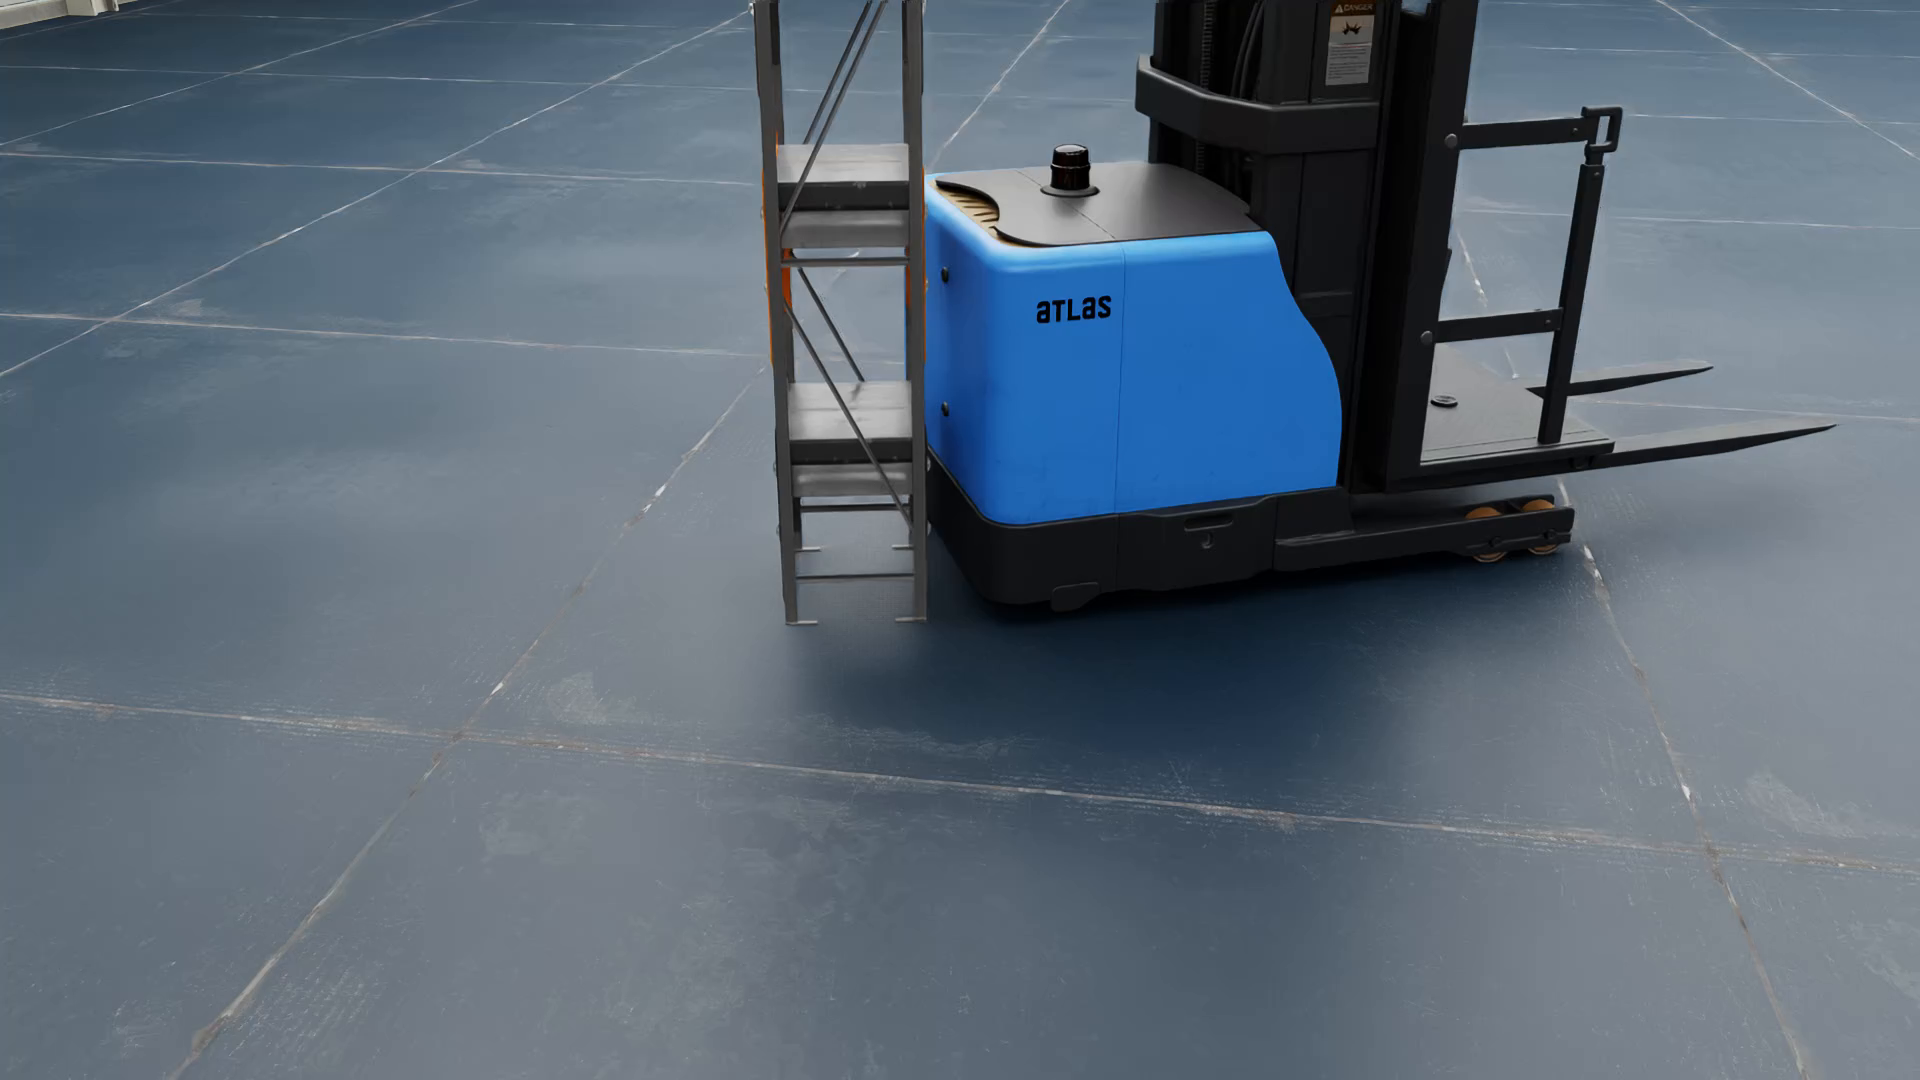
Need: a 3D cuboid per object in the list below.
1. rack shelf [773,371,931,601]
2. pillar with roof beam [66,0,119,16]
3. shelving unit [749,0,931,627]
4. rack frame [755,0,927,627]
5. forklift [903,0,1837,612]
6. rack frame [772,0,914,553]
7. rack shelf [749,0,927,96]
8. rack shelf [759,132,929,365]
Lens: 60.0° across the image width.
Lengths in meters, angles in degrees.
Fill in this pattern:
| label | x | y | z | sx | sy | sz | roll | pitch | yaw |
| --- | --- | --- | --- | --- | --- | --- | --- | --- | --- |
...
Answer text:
| label | x | y | z | sx | sy | sz | roll | pitch | yaw |
| --- | --- | --- | --- | --- | --- | --- | --- | --- | --- |
| rack shelf | -0.309 | -0.169 | 4.818 | 0.431 | 0.518 | 0.480 | -1 | 25 | -3 |
| pillar with roof beam | -4.248 | -8.944 | 13.743 | 9.100 | 9.000 | 0.400 | 4 | 25 | 9 |
| shelving unit | -0.309 | -0.816 | 4.516 | 0.431 | 2.100 | 0.503 | -1 | 25 | -3 |
| rack frame | -0.295 | -0.712 | 4.295 | 0.400 | 2.100 | 0.015 | -1 | 25 | -3 |
| forklift | 1.386 | -1.465 | 4.923 | 3.031 | 2.935 | 1.130 | -7 | 26 | -15 |
| rack frame | -0.324 | -0.919 | 4.736 | 0.400 | 2.100 | 0.015 | -1 | 25 | -3 |
| rack shelf | -0.309 | -1.437 | 4.225 | 0.431 | 0.518 | 0.480 | -1 | 25 | -3 |
| rack shelf | -0.309 | -0.803 | 4.522 | 0.431 | 0.518 | 0.480 | -1 | 25 | -3 |
